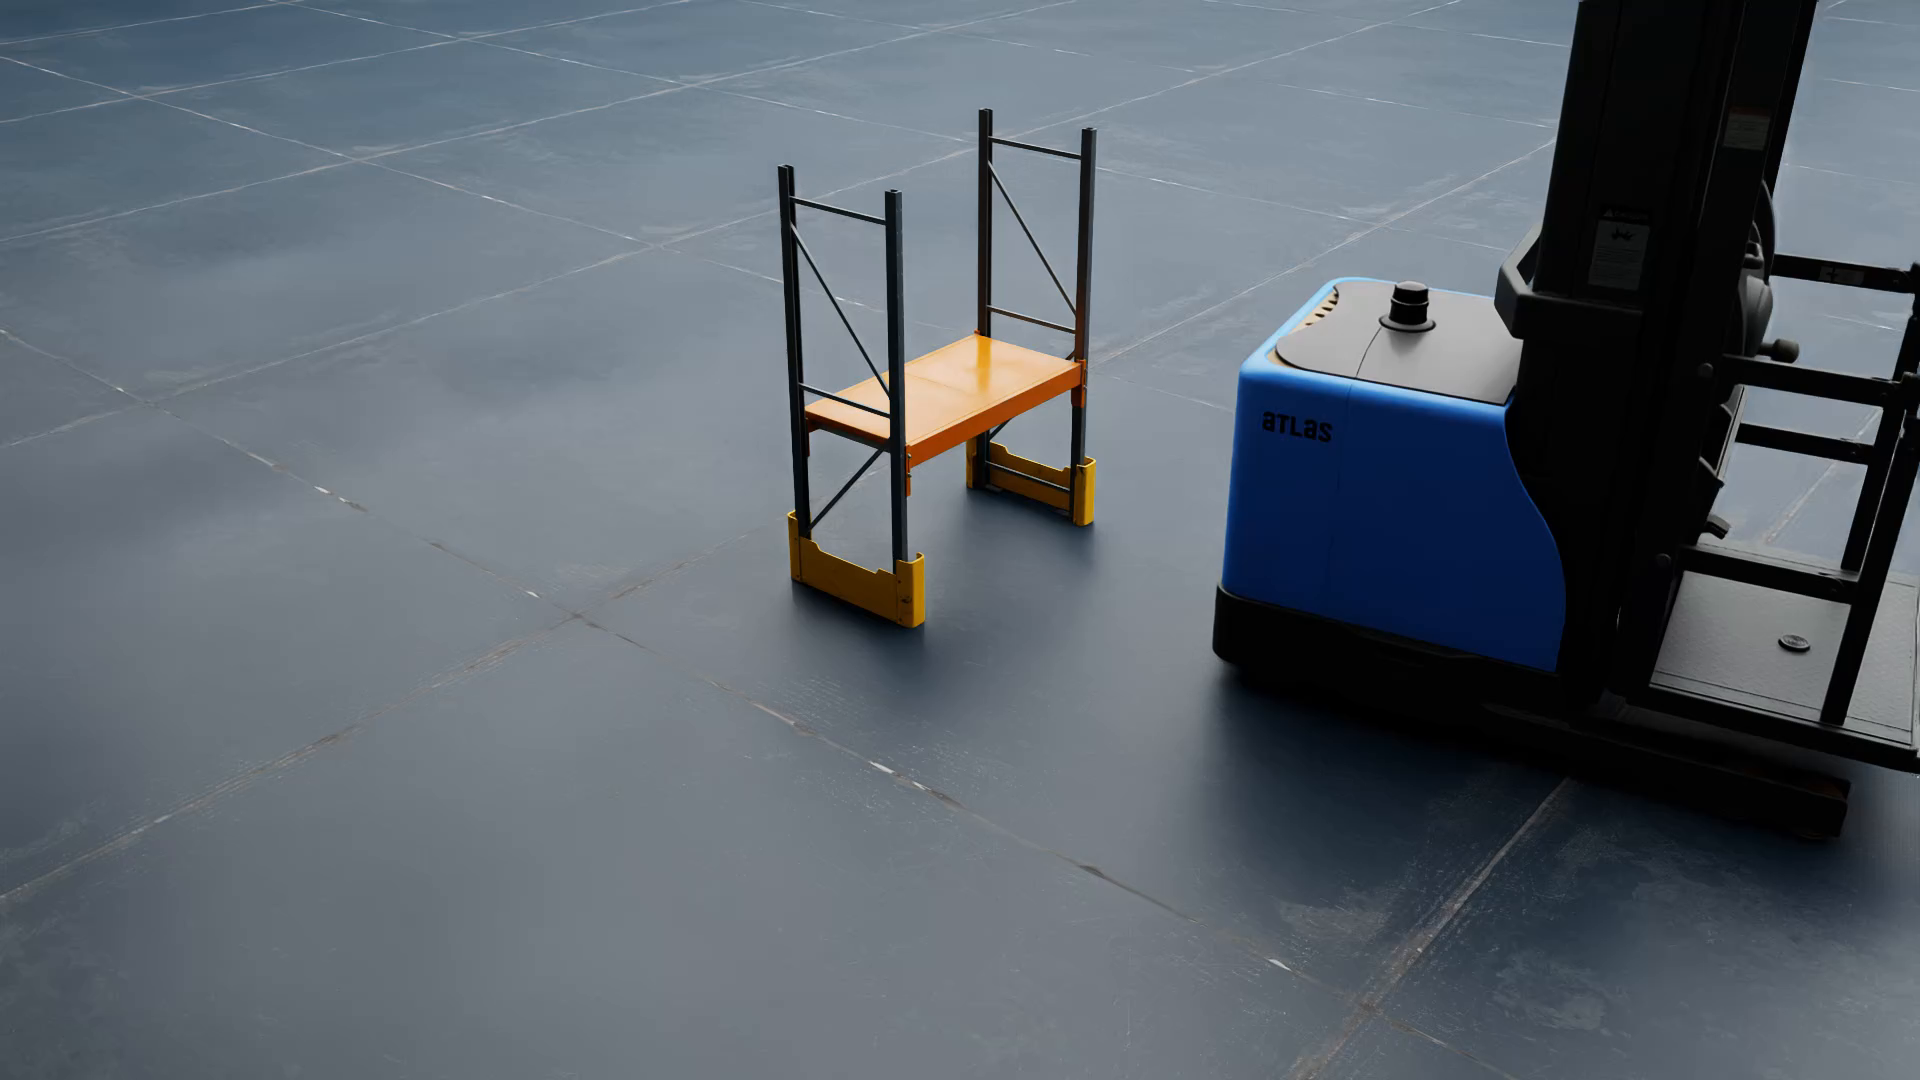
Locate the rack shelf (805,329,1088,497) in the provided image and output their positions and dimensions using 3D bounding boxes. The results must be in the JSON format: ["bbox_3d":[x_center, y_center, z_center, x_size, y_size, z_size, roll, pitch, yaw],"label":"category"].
[{"bbox_3d":[-0.054,-0.476,5.930,0.538,0.185,1.000,21,34,34],"label":"rack shelf"}]

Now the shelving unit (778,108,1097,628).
[{"bbox_3d":[-0.049,-0.639,5.853,0.587,1.500,1.083,21,34,34],"label":"shelving unit"}]

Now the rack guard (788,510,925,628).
[{"bbox_3d":[-0.365,0.093,5.799,0.587,0.250,0.087,21,34,34],"label":"rack guard"}]

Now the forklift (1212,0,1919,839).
[{"bbox_3d":[2.366,-0.748,4.505,3.031,2.935,1.130,14,30,25],"label":"forklift"}]

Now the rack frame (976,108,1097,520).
[{"bbox_3d":[0.269,-0.816,6.195,0.500,1.500,0.032,21,34,34],"label":"rack frame"}]

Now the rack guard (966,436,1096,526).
[{"bbox_3d":[0.268,-0.261,6.482,0.587,0.250,0.087,21,34,34],"label":"rack guard"}]

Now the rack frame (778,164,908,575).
[{"bbox_3d":[-0.378,-0.456,5.499,0.500,1.500,0.032,21,34,34],"label":"rack frame"}]
